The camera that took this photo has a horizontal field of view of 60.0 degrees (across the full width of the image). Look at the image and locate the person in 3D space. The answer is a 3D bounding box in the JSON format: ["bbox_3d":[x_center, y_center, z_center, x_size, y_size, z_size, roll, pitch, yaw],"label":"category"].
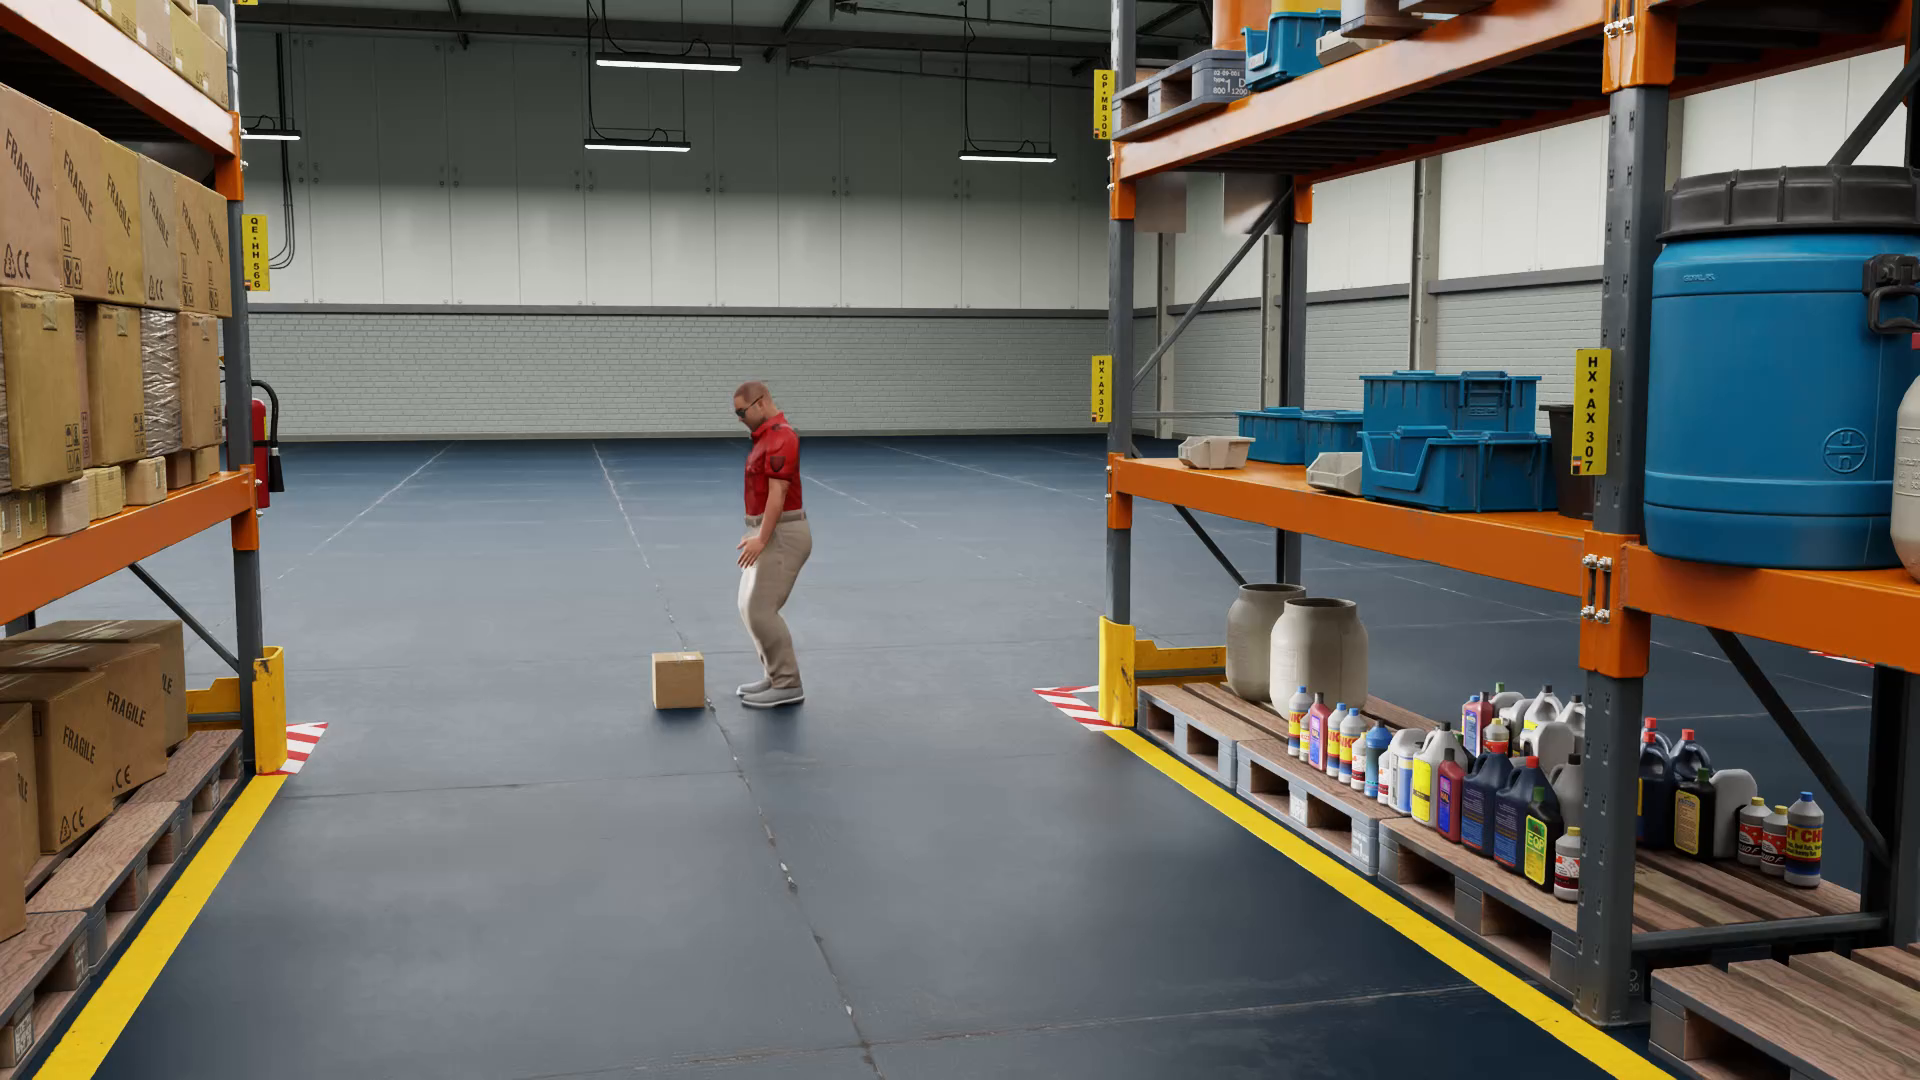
[{"bbox_3d":[-0.979,0.013,8.668,0.410,1.687,0.553,-1,6,-12],"label":"person"}]
